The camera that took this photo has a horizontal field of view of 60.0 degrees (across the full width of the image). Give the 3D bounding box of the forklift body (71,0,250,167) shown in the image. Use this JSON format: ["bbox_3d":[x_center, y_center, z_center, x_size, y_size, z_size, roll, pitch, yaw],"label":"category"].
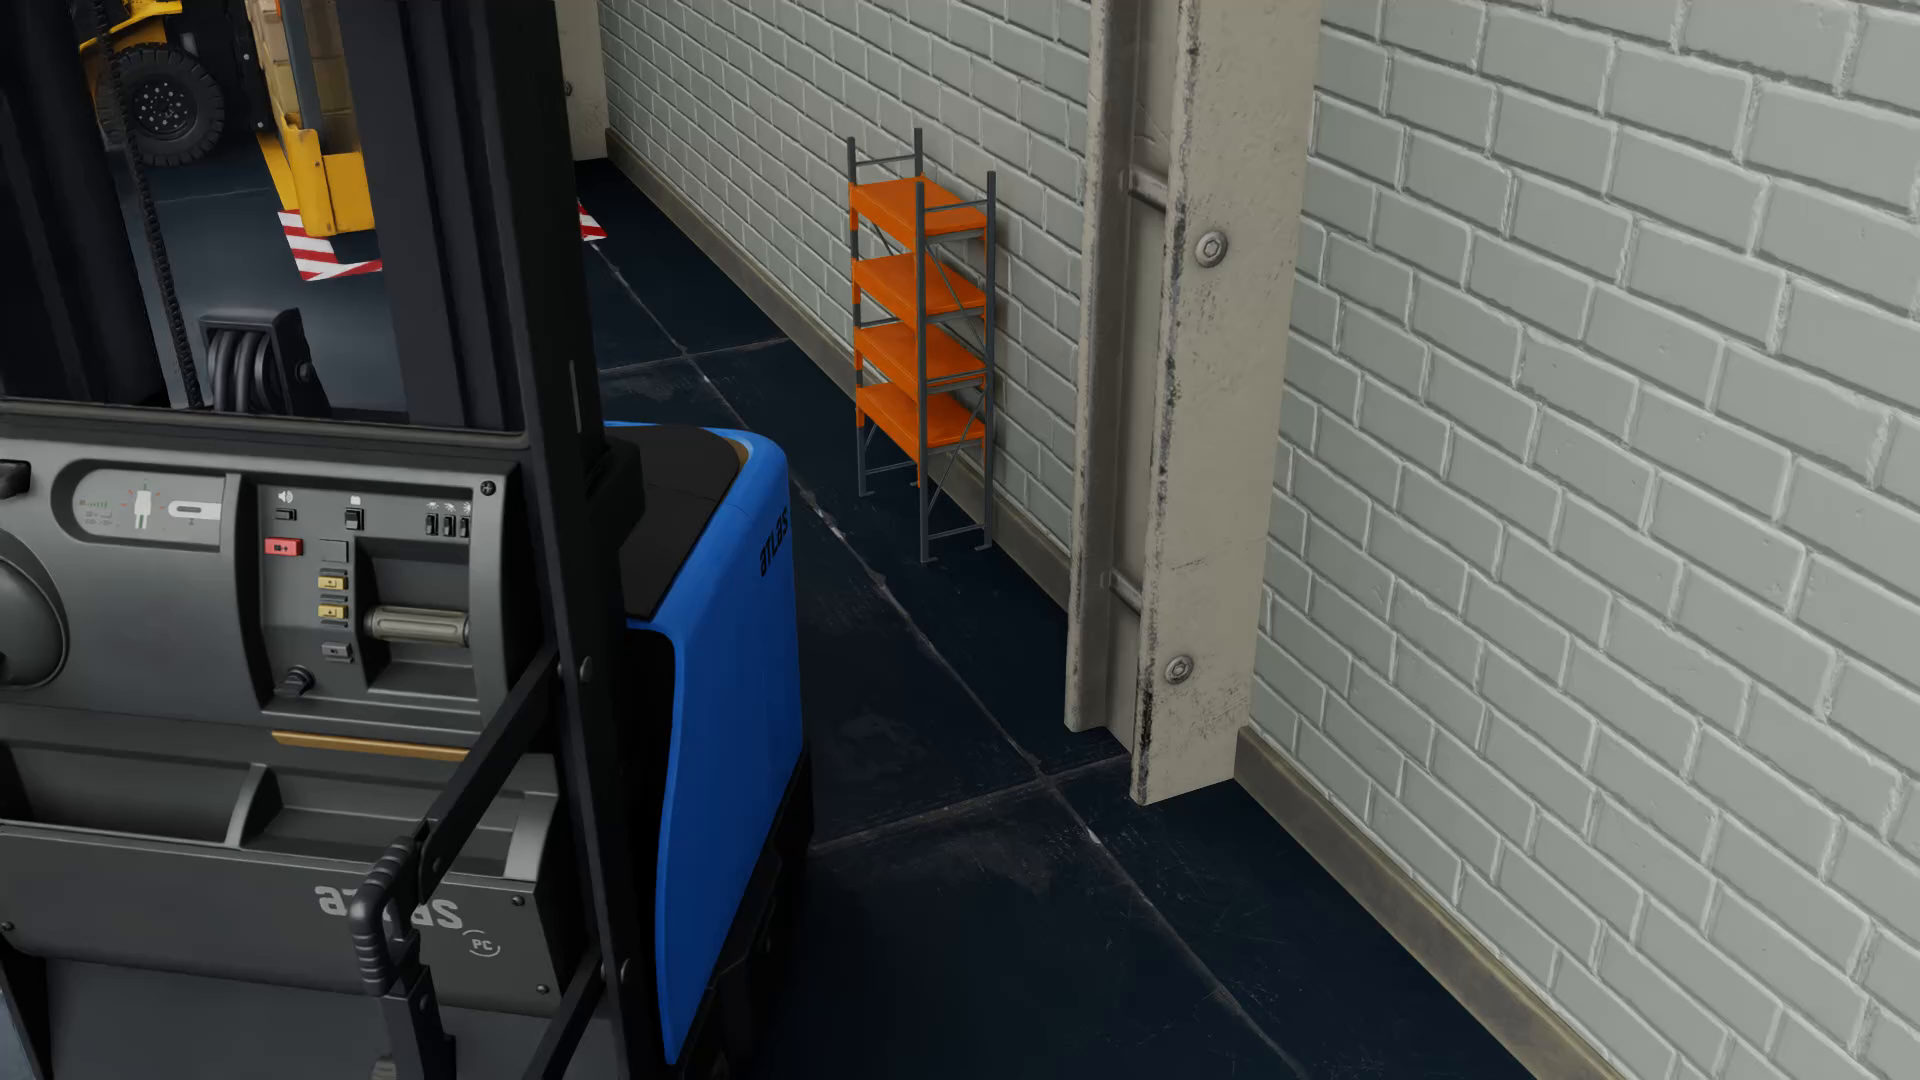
[{"bbox_3d":[-5.056,-3.012,8.422,2.313,2.155,1.214,-13,32,-22],"label":"forklift body"}]

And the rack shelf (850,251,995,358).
[{"bbox_3d":[-0.118,-0.721,4.990,0.258,0.148,0.480,-13,32,-22],"label":"rack shelf"}]

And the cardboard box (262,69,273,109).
[{"bbox_3d":[-3.493,-2.497,9.018,0.500,0.250,0.500,-13,32,-21],"label":"cardboard box"}]

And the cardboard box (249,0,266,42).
[{"bbox_3d":[-3.299,-2.710,8.375,0.500,0.250,0.500,-12,32,-21],"label":"cardboard box"}]

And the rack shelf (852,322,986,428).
[{"bbox_3d":[-0.118,-0.526,5.099,0.258,0.148,0.480,-13,32,-22],"label":"rack shelf"}]

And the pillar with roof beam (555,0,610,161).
[{"bbox_3d":[-5.968,-5.137,5.210,9.100,9.000,0.400,-13,32,-22],"label":"pillar with roof beam"}]

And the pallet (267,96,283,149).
[{"bbox_3d":[-3.481,-2.578,9.632,1.003,0.211,1.213,-13,32,-22],"label":"pallet"}]

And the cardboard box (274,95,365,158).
[{"bbox_3d":[-3.082,-2.053,8.225,0.500,0.250,0.500,-13,32,-22],"label":"cardboard box"}]

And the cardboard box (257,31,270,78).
[{"bbox_3d":[-3.292,-2.503,8.517,0.500,0.250,0.500,-13,32,-22],"label":"cardboard box"}]

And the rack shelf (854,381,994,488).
[{"bbox_3d":[-0.117,-0.353,5.196,0.258,0.148,0.480,-13,32,-22],"label":"rack shelf"}]

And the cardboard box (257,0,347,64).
[{"bbox_3d":[-3.074,-2.485,7.975,0.500,0.250,0.500,-12,31,-20],"label":"cardboard box"}]

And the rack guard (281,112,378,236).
[{"bbox_3d":[-2.584,-1.827,7.996,1.175,0.500,0.348,-13,32,-22],"label":"rack guard"}]

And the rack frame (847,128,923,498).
[{"bbox_3d":[-0.224,-0.692,5.258,0.240,1.200,0.015,-13,32,-22],"label":"rack frame"}]

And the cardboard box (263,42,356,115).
[{"bbox_3d":[-3.086,-2.279,8.118,0.500,0.250,0.500,-14,32,-23],"label":"cardboard box"}]

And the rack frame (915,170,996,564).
[{"bbox_3d":[-0.011,-0.478,4.875,0.240,1.200,0.015,-13,32,-22],"label":"rack frame"}]

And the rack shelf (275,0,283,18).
[{"bbox_3d":[-3.453,-3.497,9.155,1.077,0.370,4.000,-13,32,-22],"label":"rack shelf"}]

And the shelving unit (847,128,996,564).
[{"bbox_3d":[-0.118,-0.585,5.066,0.258,1.200,0.503,-13,32,-22],"label":"shelving unit"}]

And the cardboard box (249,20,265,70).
[{"bbox_3d":[-3.532,-2.726,8.916,0.500,0.250,0.500,-14,32,-23],"label":"cardboard box"}]

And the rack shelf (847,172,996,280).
[{"bbox_3d":[-0.118,-0.928,4.874,0.258,0.148,0.480,-13,32,-22],"label":"rack shelf"}]

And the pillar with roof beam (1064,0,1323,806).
[{"bbox_3d":[-3.392,-2.487,0.484,9.100,9.000,0.400,-13,32,-22],"label":"pillar with roof beam"}]

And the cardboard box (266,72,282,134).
[{"bbox_3d":[-3.287,-2.274,8.621,0.500,0.250,0.500,-13,32,-22],"label":"cardboard box"}]

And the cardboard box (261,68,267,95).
[{"bbox_3d":[-3.737,-2.722,9.419,0.500,0.250,0.500,-12,31,-20],"label":"cardboard box"}]

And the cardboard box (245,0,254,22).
[{"bbox_3d":[-3.524,-2.930,8.769,0.500,0.250,0.500,-13,32,-21],"label":"cardboard box"}]

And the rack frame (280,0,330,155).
[{"bbox_3d":[-2.595,-2.927,7.404,1.000,3.000,0.127,-13,32,-22],"label":"rack frame"}]

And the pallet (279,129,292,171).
[{"bbox_3d":[-2.961,-2.040,8.672,1.003,0.211,1.213,-13,32,-22],"label":"pallet"}]

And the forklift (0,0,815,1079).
[{"bbox_3d":[-1.082,0.106,2.065,1.130,2.935,3.031,4,30,8],"label":"forklift"}]
